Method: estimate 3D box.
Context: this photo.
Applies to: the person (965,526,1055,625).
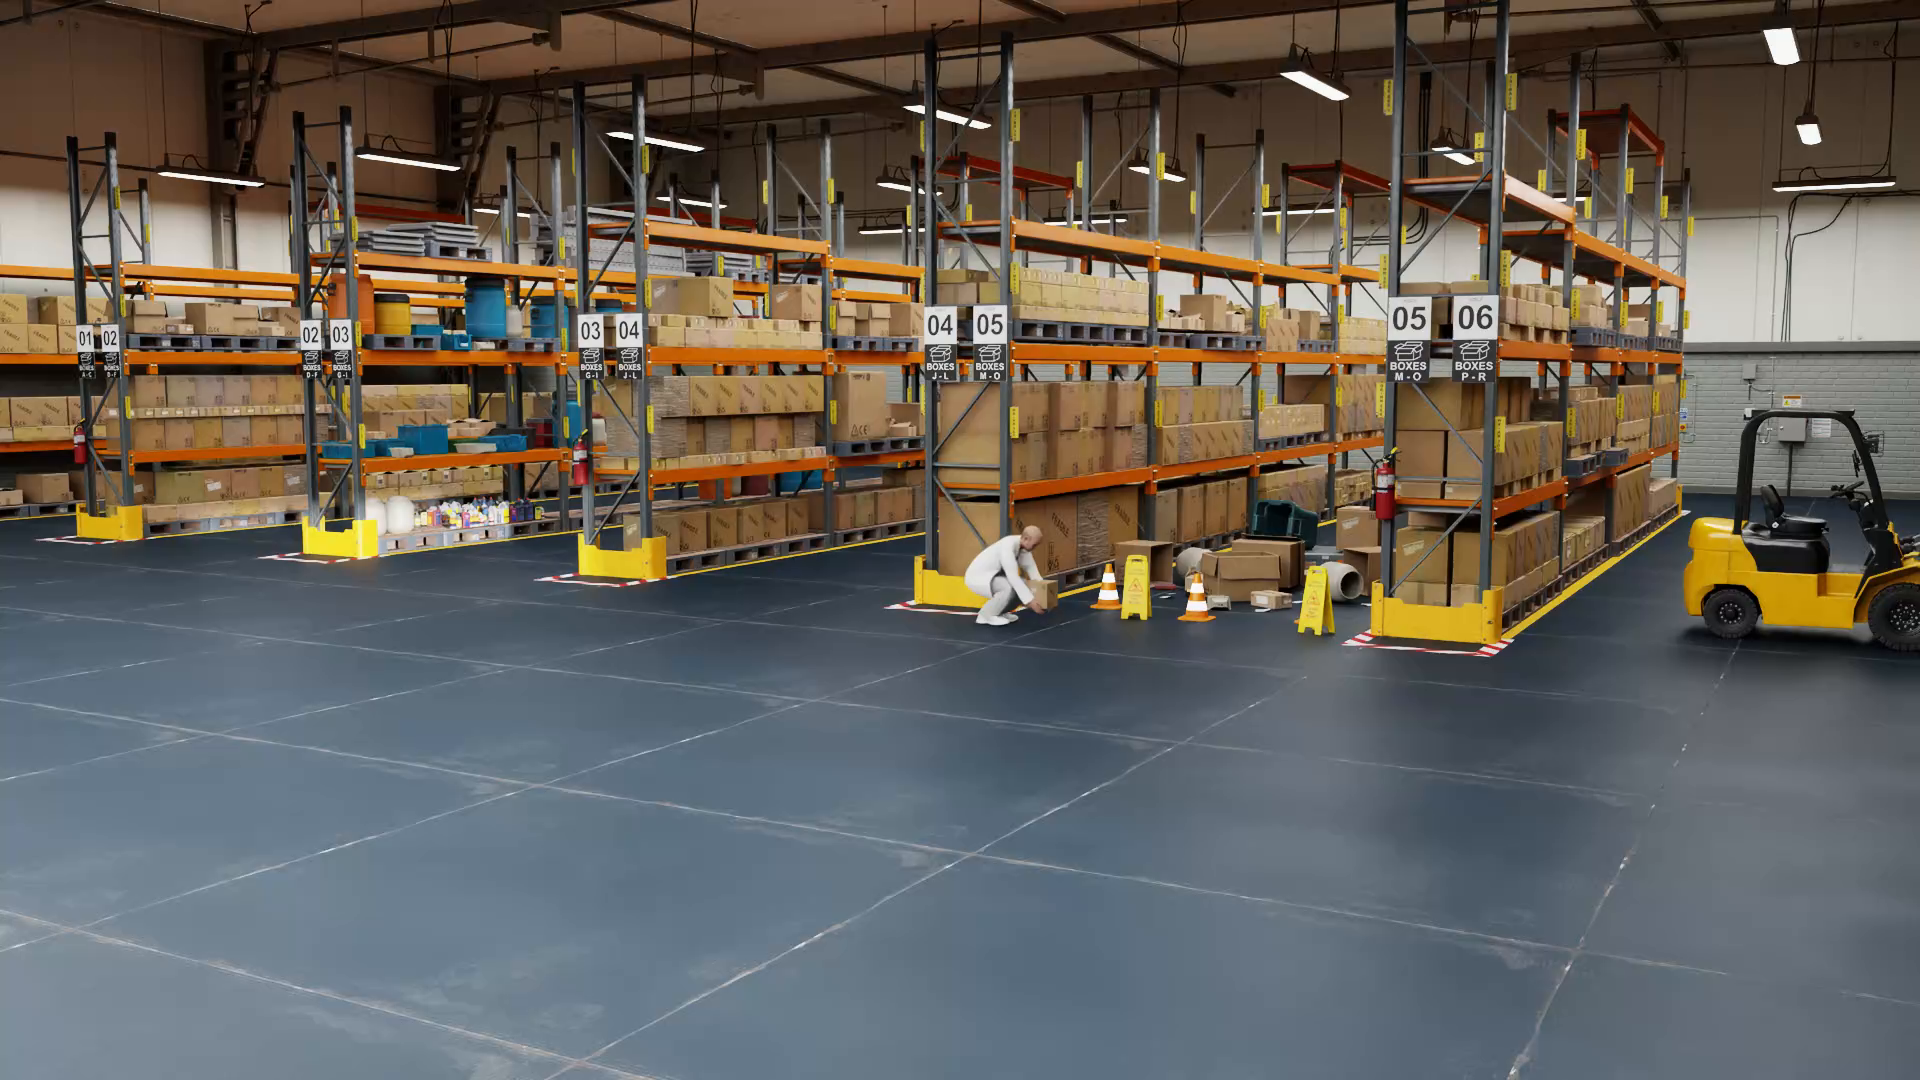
[{"bbox_3d":[0.485,0.346,16.565,0.913,0.994,0.601,3,7,28],"label":"person"}]
